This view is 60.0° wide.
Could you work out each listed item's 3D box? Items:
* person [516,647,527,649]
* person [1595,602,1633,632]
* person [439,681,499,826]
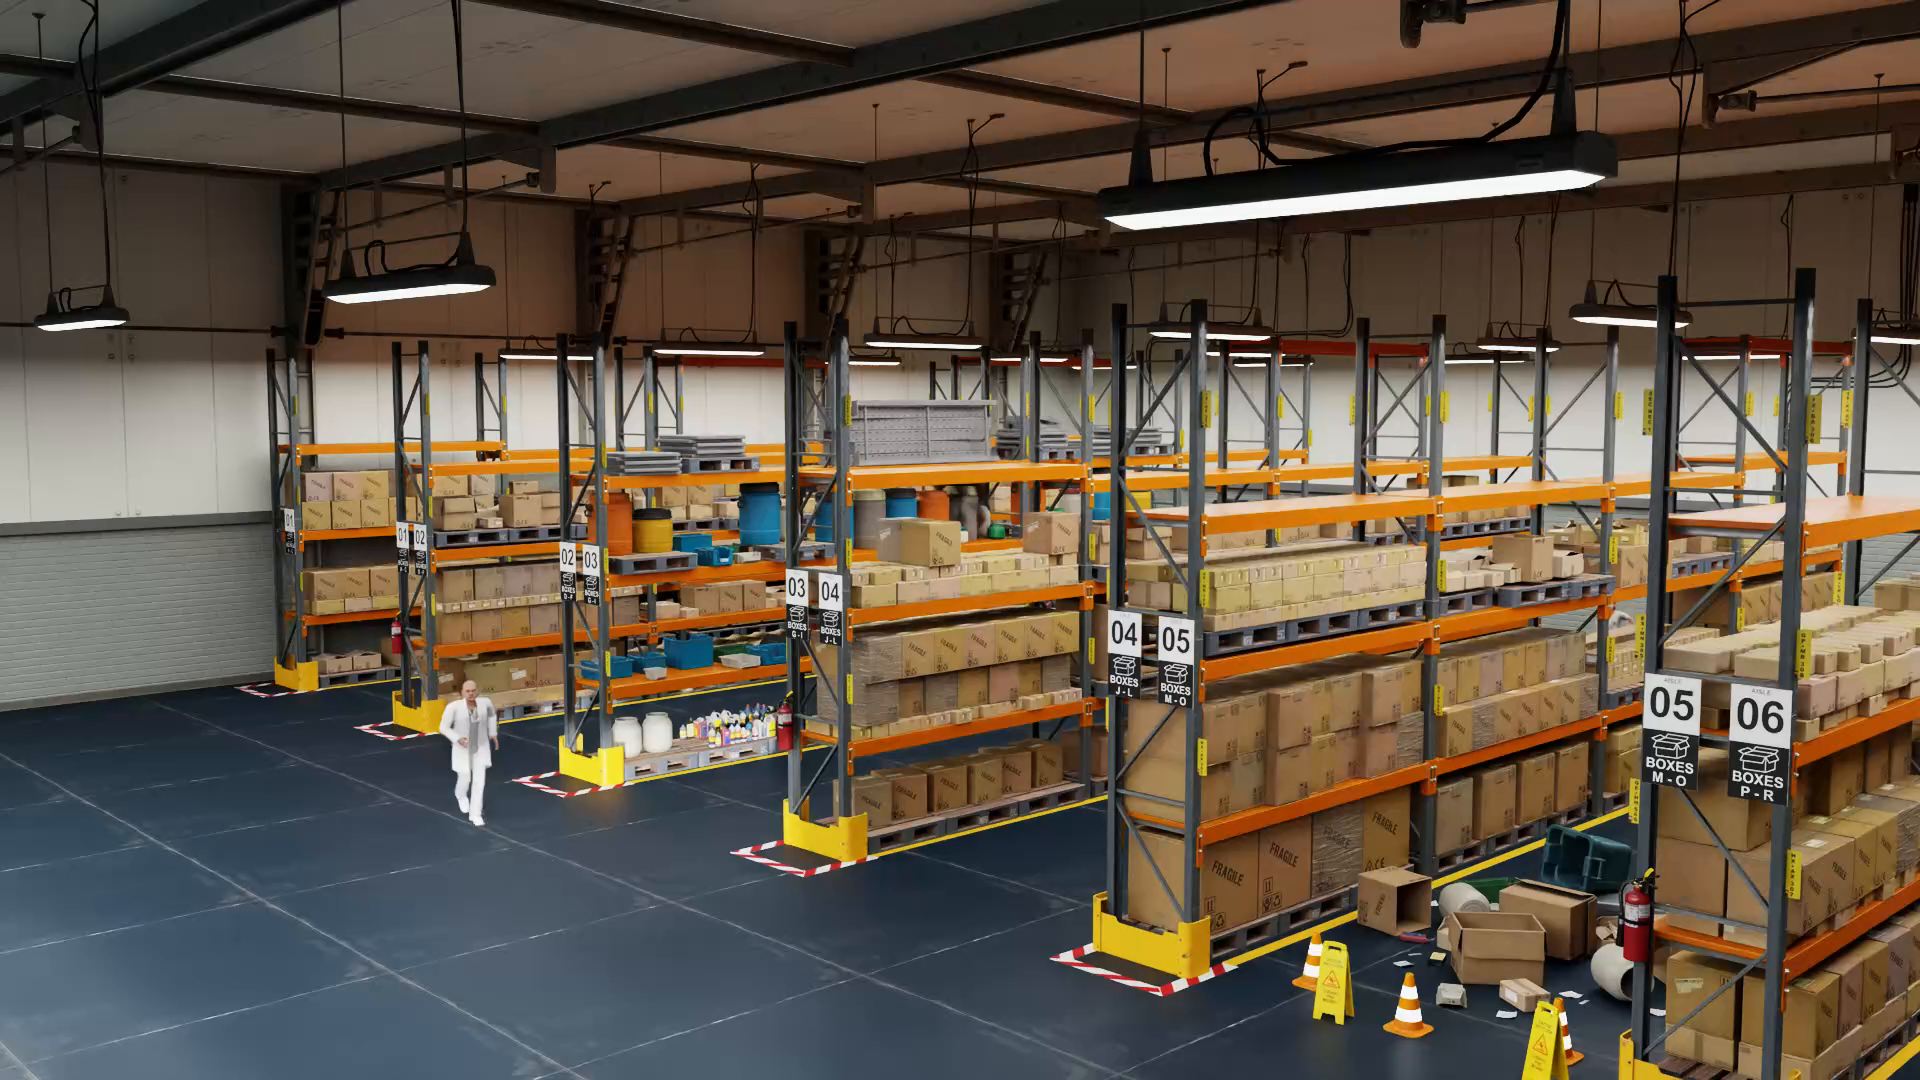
[{"bbox_3d":[-7.844,1.741,29.669,0.651,1.741,0.902,2,5,19],"label":"person"},{"bbox_3d":[11.456,1.806,29.187,0.585,1.618,0.810,4,6,35],"label":"person"},{"bbox_3d":[-5.993,2.547,20.273,0.704,1.743,0.946,-2,5,-25],"label":"person"}]
